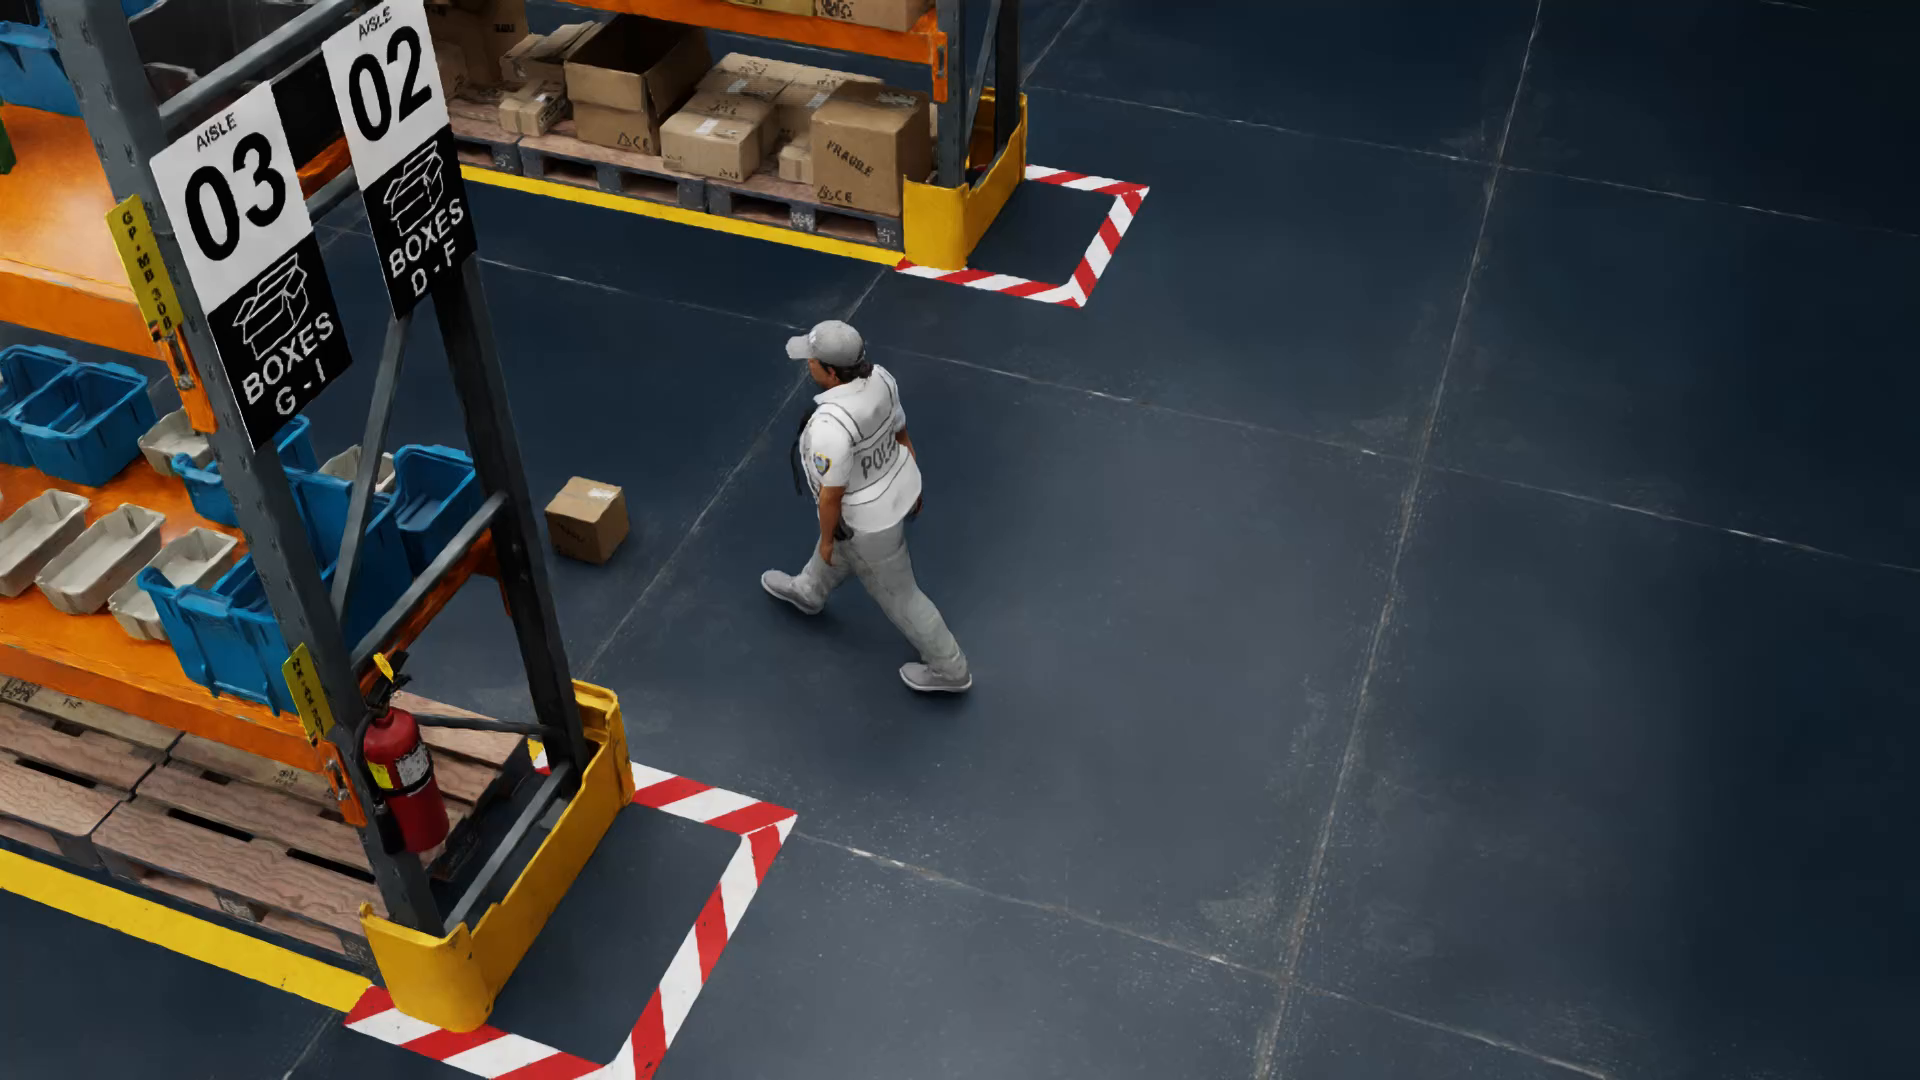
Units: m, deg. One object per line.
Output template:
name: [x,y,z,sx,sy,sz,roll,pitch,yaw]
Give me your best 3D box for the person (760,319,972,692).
person: [-0.420,-0.147,6.331,1.046,1.586,0.487,15,44,16]
